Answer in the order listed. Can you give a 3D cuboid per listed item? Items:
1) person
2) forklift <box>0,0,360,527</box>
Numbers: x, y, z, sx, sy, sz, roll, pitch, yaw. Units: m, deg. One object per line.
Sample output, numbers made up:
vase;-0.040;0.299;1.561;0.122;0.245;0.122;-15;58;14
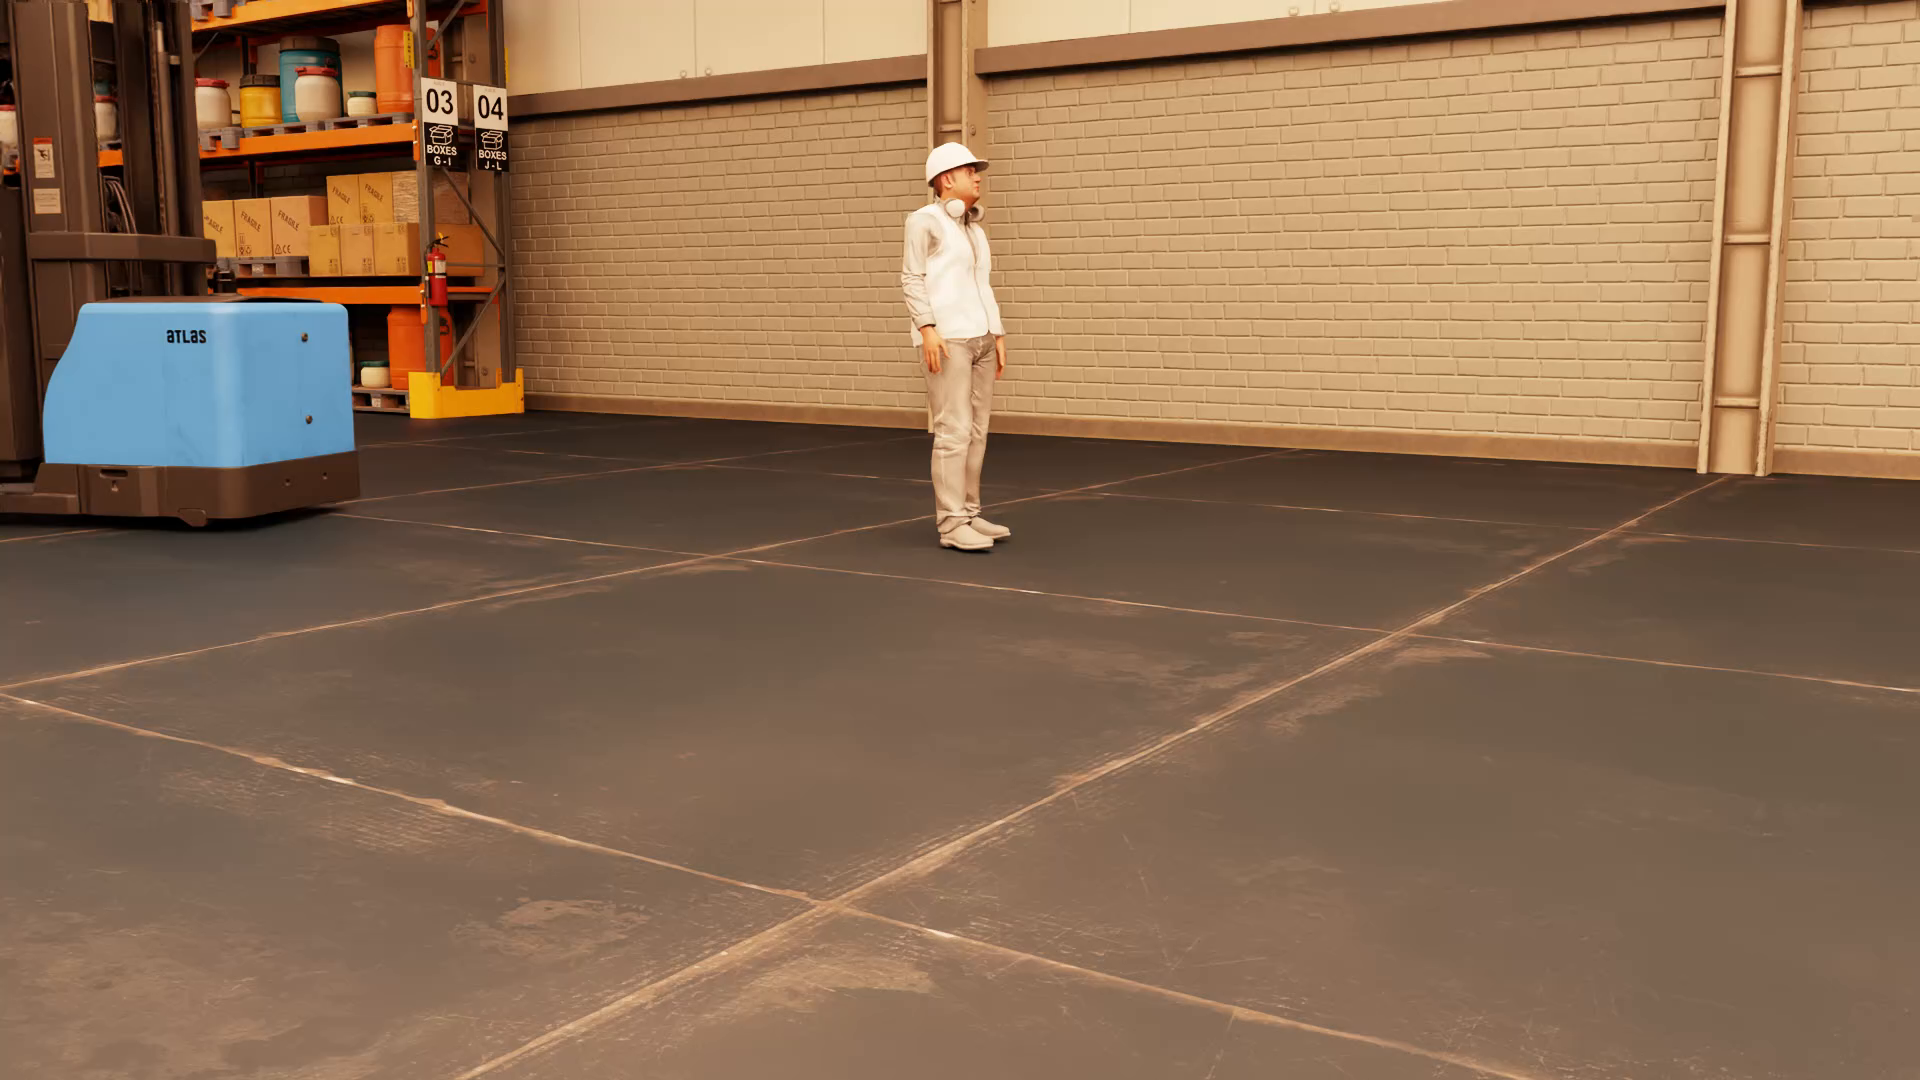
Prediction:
person;0.047;-0.880;7.437;0.568;1.773;0.632;5;10;34
forklift;-4.714;-1.597;8.421;3.031;2.935;1.130;2;8;13
